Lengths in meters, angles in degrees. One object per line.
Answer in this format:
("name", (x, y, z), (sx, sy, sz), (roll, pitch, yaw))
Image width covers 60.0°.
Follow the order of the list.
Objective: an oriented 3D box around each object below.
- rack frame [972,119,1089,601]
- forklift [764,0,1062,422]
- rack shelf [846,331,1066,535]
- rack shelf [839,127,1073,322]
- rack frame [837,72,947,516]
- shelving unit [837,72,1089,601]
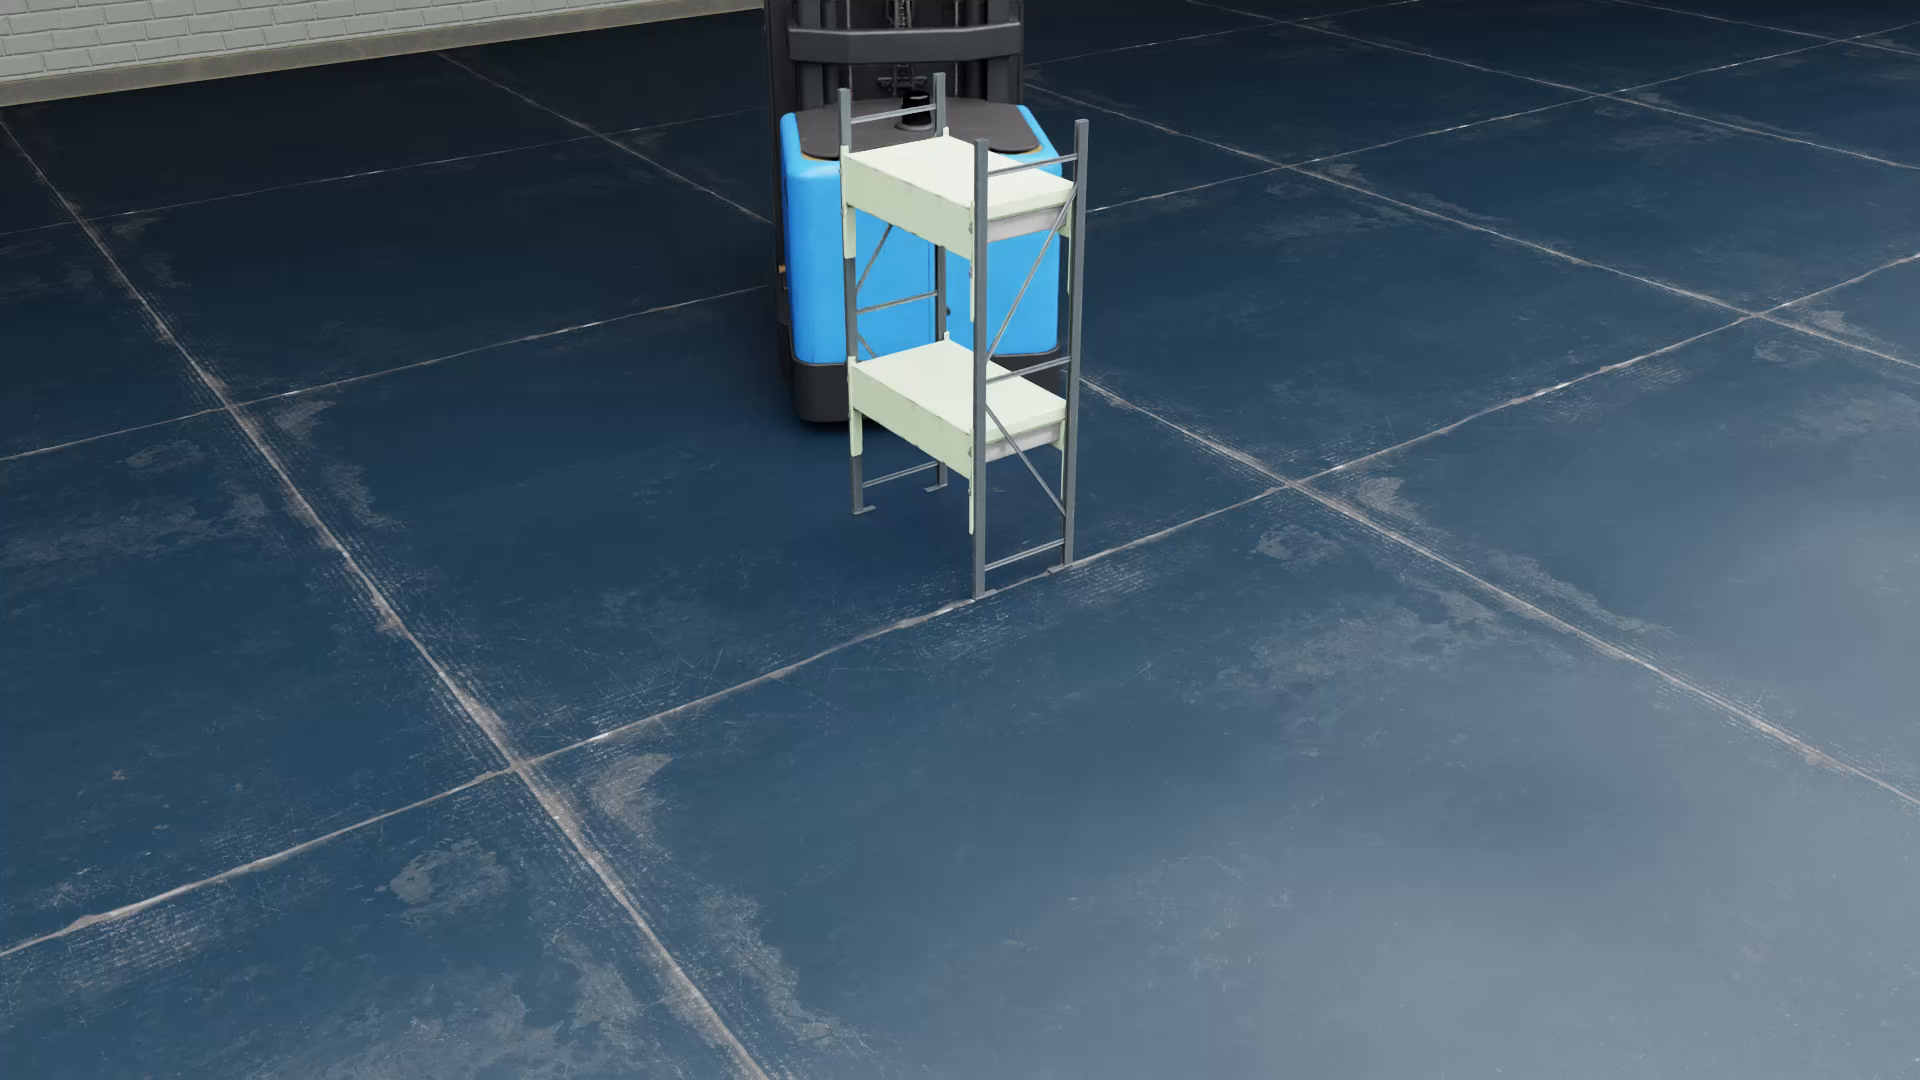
("rack frame", (0.208, -0.519, 5.135), (0.400, 1.500, 0.023), (-19, 34, -31))
("forklift", (-0.308, -2.423, 7.140), (1.130, 2.935, 3.031), (-4, 29, -6))
("rack shelf", (-0.004, -0.375, 5.552), (0.431, 0.370, 0.720), (-19, 34, -31))
("rack shelf", (-0.004, -1.005, 5.211), (0.431, 0.370, 0.720), (-19, 34, -31))
("rack frame", (-0.216, -0.804, 5.659), (0.400, 1.500, 0.023), (-19, 34, -31))
("shelving unit", (-0.004, -0.662, 5.397), (0.431, 1.500, 0.755), (-19, 34, -31))
